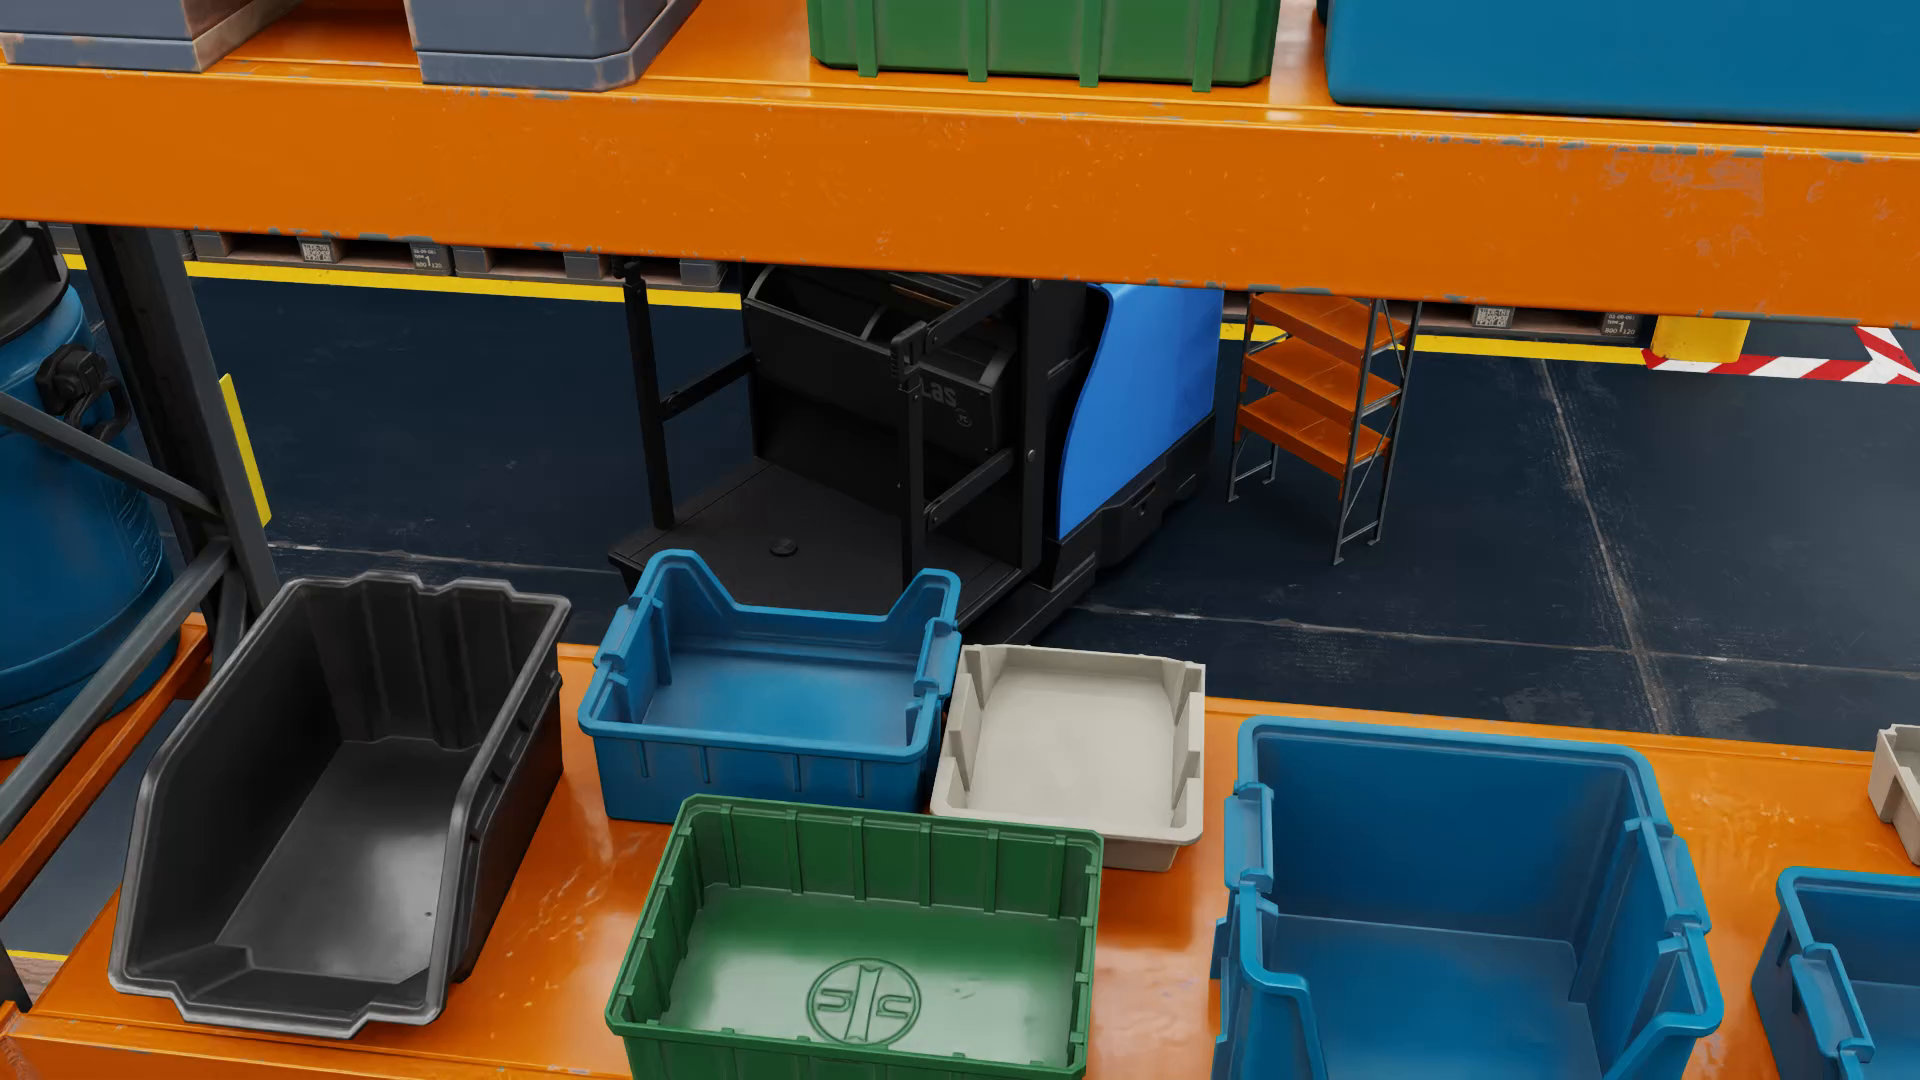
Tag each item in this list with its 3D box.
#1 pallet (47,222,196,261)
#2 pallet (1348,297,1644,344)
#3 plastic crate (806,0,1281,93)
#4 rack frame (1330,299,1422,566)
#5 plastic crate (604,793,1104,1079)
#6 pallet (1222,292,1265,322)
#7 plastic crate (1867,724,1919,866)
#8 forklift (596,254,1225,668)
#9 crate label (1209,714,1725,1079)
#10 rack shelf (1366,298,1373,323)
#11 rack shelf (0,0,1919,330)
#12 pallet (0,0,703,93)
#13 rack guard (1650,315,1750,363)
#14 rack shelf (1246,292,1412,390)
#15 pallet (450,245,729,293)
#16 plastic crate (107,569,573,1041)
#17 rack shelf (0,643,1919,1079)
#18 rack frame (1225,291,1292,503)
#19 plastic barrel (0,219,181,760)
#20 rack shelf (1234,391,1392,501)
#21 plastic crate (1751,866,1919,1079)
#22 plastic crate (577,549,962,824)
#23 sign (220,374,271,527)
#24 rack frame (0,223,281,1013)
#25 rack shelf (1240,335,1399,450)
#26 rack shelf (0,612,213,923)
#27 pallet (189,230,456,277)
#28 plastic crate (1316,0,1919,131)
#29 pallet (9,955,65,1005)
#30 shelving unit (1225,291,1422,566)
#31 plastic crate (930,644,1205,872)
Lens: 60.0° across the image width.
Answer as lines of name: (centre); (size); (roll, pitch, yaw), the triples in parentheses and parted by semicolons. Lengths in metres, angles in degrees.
pallet: (-4.006, -1.676, 7.917); (1.213, 0.211, 1.003); (4, 36, 6)
pallet: (2.277, -1.229, 7.290); (1.213, 0.211, 1.003); (4, 36, 6)
plastic crate: (0.086, -0.581, 1.582); (0.450, 0.188, 0.336); (4, 36, 6)
rack frame: (1.352, -0.447, 5.343); (0.240, 1.200, 0.015); (-25, 42, -31)
plastic crate: (-0.134, 0.629, 2.468); (0.662, 0.188, 0.450); (4, 36, 6)
pallet: (1.071, -1.321, 7.419); (1.213, 0.211, 1.003); (4, 36, 6)
plastic crate: (1.677, 0.432, 2.790); (0.250, 0.136, 0.298); (4, 36, 6)
forklift: (-0.370, -0.901, 4.490); (1.130, 2.935, 3.031); (23, 42, 29)
crate label: (0.663, 0.581, 2.323); (0.616, 0.435, 0.502); (4, 36, 6)
rack shelf: (1.199, -0.877, 5.270); (0.258, 0.148, 0.480); (-25, 42, -31)
rack shelf: (0.539, -0.500, 1.906); (4.000, 0.370, 1.077); (4, 36, 6)
pallet: (-0.716, -0.867, 1.963); (1.003, 0.211, 1.213); (4, 36, 6)
rack guard: (3.079, -1.266, 7.093); (0.348, 0.500, 1.175); (4, 36, 6)
rack shelf: (1.199, -0.685, 5.407); (0.258, 0.148, 0.480); (-25, 42, -31)
pallet: (-1.586, -1.496, 7.664); (1.213, 0.211, 1.003); (4, 36, 6)
plastic crate: (-0.941, 0.417, 2.637); (0.504, 0.338, 0.767); (4, 36, 6)
rack shelf: (0.539, 0.721, 2.777); (4.000, 0.370, 1.077); (4, 36, 6)
rack frame: (1.046, -0.668, 5.653); (0.240, 1.200, 0.015); (-25, 42, -31)
plastic barrel: (-1.789, -0.127, 2.914); (0.708, 0.901, 0.600); (4, 36, 6)
rack shelf: (1.199, -0.341, 5.652); (0.258, 0.148, 0.480); (-25, 42, -31)
plastic crate: (1.345, 0.721, 2.286); (0.408, 0.251, 0.499); (4, 36, 6)
plastic crate: (-0.312, 0.266, 2.923); (0.616, 0.251, 0.499); (4, 36, 6)
sign: (-1.363, -0.149, 3.138); (0.005, 0.325, 0.100); (4, 36, 6)
rack frame: (-1.444, 0.280, 2.775); (0.127, 3.000, 1.000); (4, 36, 6)
rack shelf: (1.199, -0.502, 5.537); (0.258, 0.148, 0.480); (-25, 42, -31)
rack shelf: (-3.428, 0.425, 3.192); (4.000, 0.370, 1.077); (4, 36, 6)
pallet: (-2.799, -1.584, 7.788); (1.213, 0.211, 1.003); (4, 36, 6)
plastic crate: (0.593, -0.606, 1.449); (0.575, 0.384, 0.392); (4, 36, 6)
pallet: (-2.228, 1.379, 3.636); (1.213, 0.211, 1.003); (4, 36, 6)
shelving unit: (1.199, -0.557, 5.498); (0.258, 1.200, 0.503); (-25, 42, -31)
plastic crate: (0.199, 0.362, 2.888); (0.437, 0.136, 0.530); (4, 36, 6)
